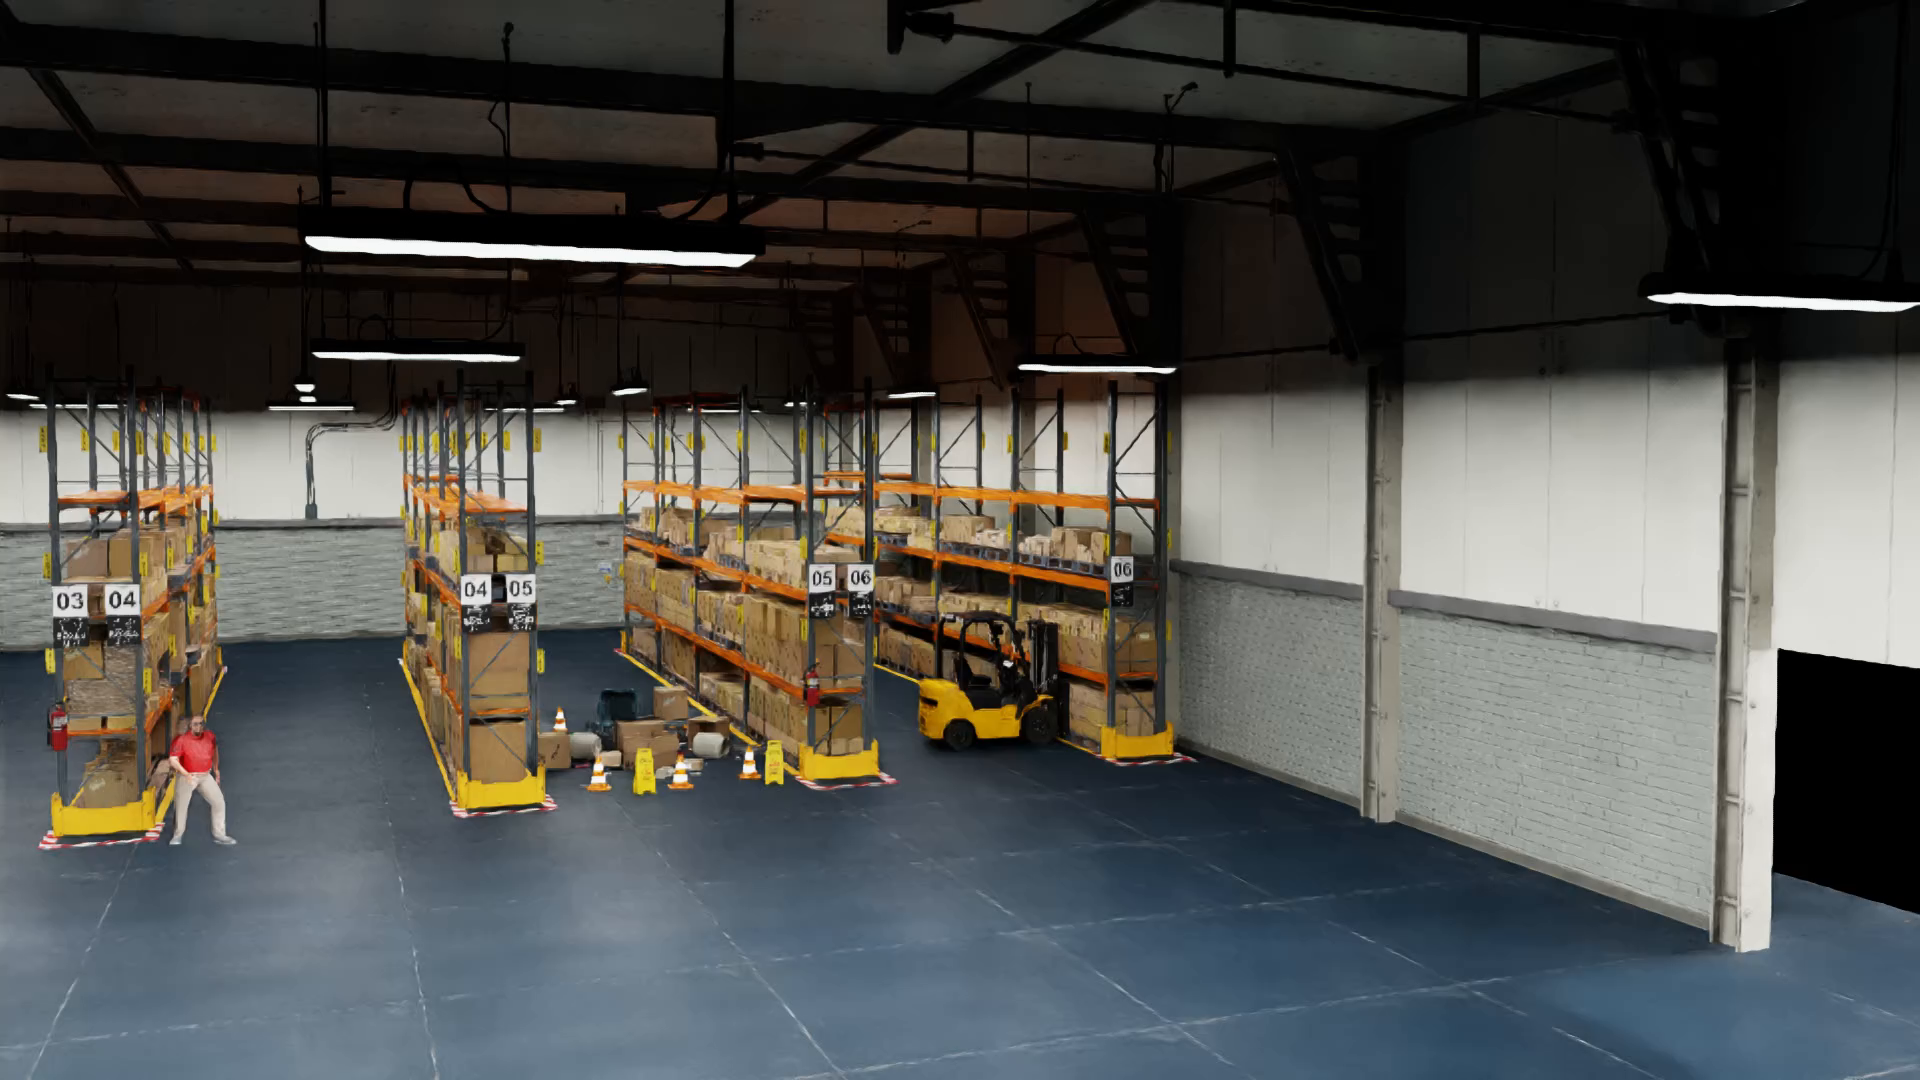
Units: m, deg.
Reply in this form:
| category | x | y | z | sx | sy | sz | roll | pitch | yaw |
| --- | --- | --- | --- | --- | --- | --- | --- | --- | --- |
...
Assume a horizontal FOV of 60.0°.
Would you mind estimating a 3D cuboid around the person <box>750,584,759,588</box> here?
| category | x | y | z | sx | sy | sz | roll | pitch | yaw |
| --- | --- | --- | --- | --- | --- | --- | --- | --- | --- |
| person | -5.537 | 1.484 | 45.138 | 0.583 | 1.774 | 0.579 | 1 | 3 | 15 |

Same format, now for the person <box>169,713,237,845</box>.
| category | x | y | z | sx | sy | sz | roll | pitch | yaw |
| --- | --- | --- | --- | --- | --- | --- | --- | --- | --- |
| person | -9.470 | 2.955 | 20.631 | 0.691 | 1.668 | 0.793 | -3 | 4 | -42 |
